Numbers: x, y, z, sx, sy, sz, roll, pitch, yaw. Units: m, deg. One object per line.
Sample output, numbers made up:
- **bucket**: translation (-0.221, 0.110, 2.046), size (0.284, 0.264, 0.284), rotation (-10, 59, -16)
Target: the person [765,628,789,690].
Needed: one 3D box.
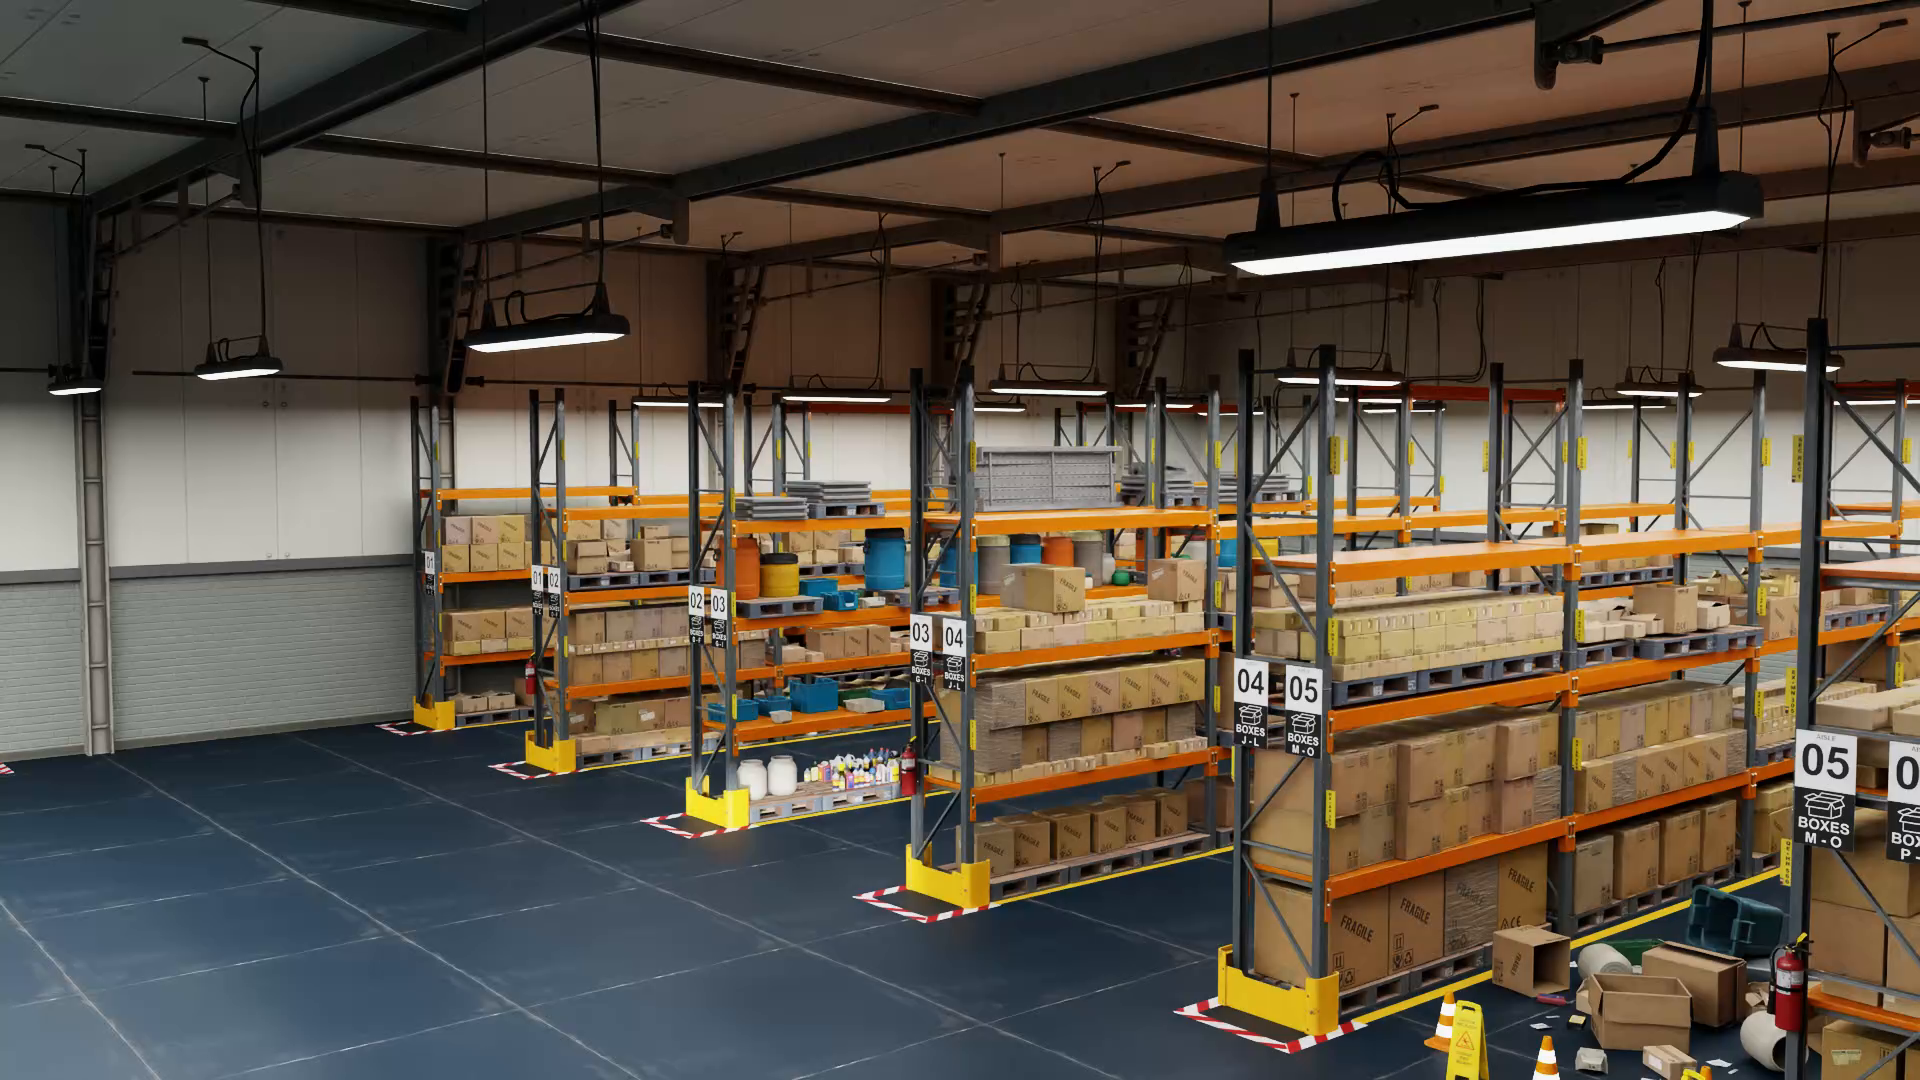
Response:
- **person**: translation (-3.486, 2.472, 31.765), size (0.566, 1.783, 0.402), rotation (-2, 4, -26)
